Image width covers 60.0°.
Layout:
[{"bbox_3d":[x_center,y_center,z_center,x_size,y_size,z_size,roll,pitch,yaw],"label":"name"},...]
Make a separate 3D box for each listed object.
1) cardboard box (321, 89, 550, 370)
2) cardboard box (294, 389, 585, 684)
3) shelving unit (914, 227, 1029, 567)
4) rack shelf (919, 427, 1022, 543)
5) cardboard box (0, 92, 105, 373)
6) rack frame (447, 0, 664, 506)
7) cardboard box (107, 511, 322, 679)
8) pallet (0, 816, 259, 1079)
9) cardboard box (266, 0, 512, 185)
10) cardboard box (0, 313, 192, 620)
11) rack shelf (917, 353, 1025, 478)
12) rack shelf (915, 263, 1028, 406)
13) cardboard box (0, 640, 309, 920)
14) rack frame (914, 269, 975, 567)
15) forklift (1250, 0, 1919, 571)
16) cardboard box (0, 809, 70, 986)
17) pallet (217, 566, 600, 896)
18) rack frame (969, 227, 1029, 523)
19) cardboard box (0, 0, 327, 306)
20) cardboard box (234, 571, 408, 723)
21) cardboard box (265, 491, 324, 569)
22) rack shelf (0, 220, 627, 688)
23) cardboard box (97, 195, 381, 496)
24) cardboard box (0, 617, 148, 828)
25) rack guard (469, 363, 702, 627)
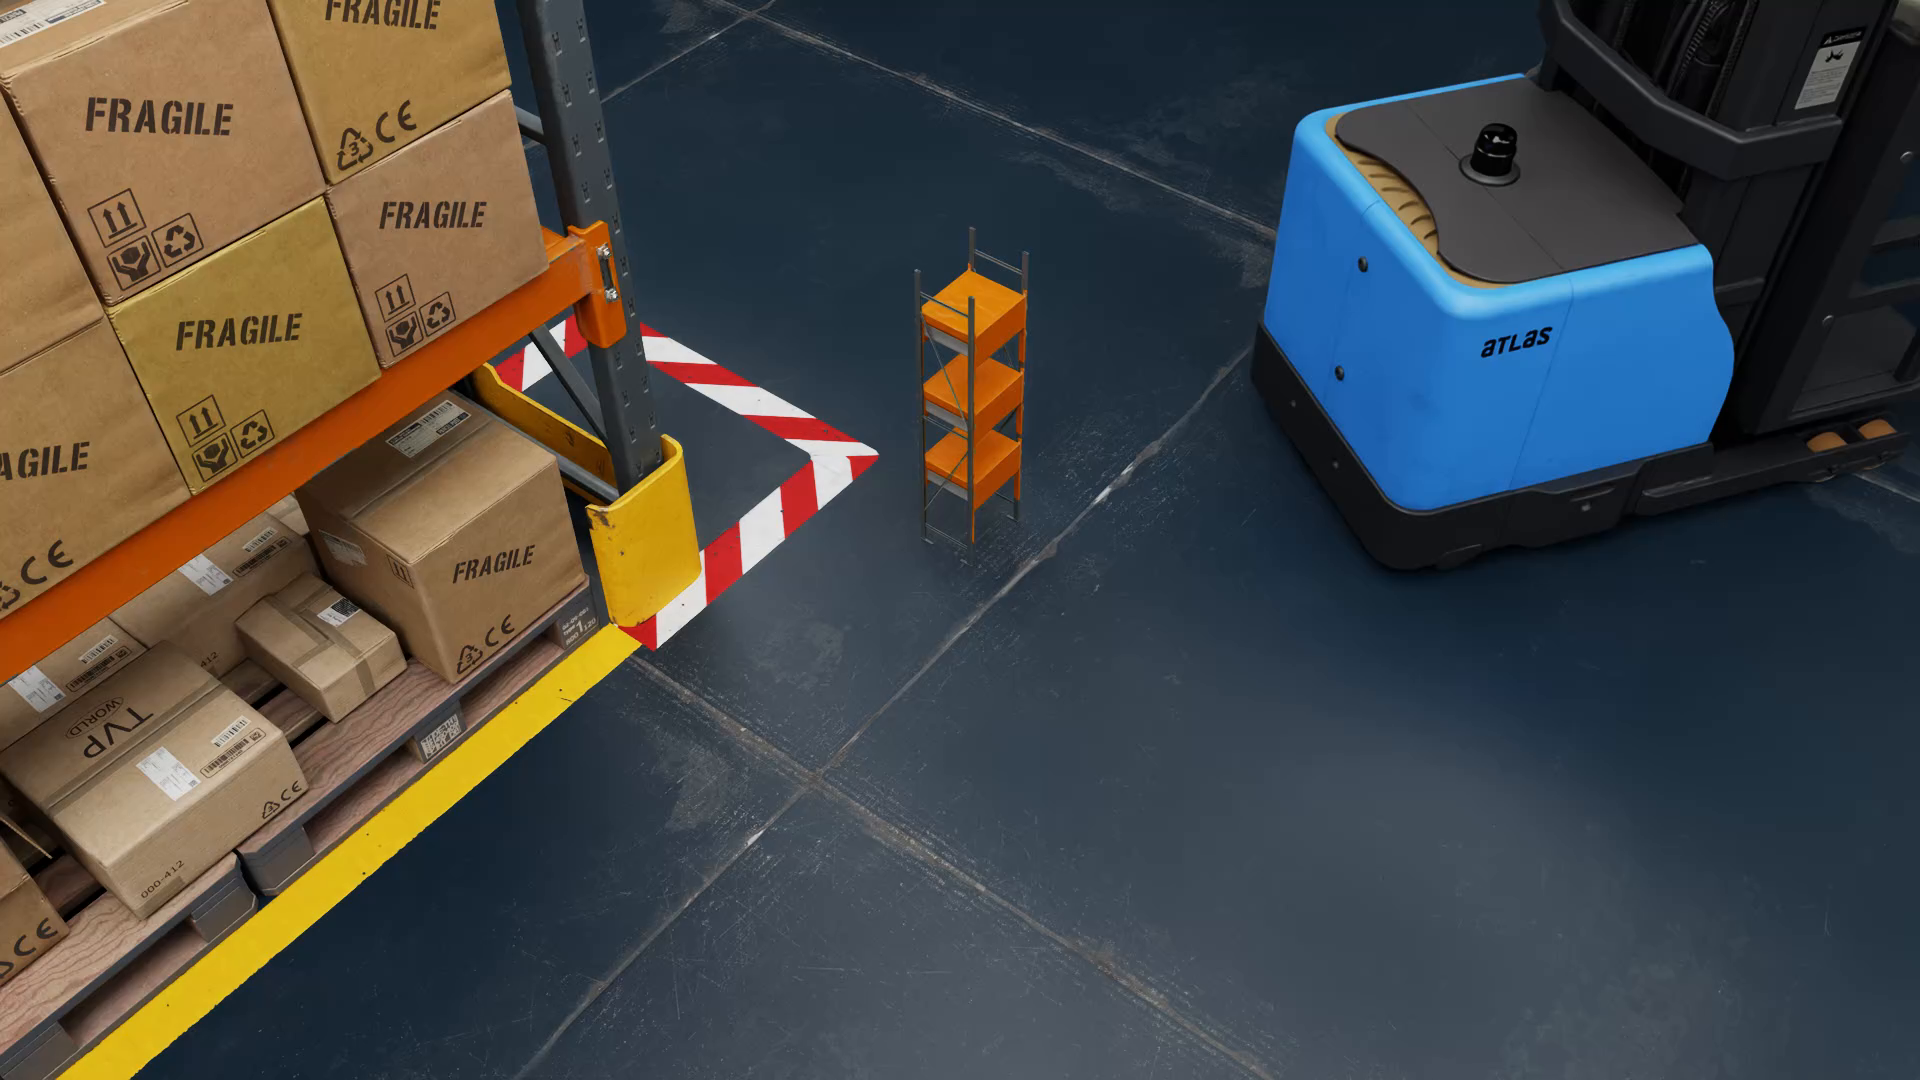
[{"bbox_3d":[-1.355,-0.812,3.882,0.500,0.500,0.500,31,54,26],"label":"cardboard box"},{"bbox_3d":[-1.434,-0.023,4.622,0.500,0.500,0.500,29,53,25],"label":"cardboard box"},{"bbox_3d":[0.033,-0.393,4.900,0.215,1.050,0.252,29,53,25],"label":"shelving unit"},{"bbox_3d":[0.033,-0.194,5.108,0.215,0.259,0.240,29,53,25],"label":"rack shelf"},{"bbox_3d":[-1.972,-0.570,2.959,0.500,0.500,0.500,31,54,26],"label":"cardboard box"},{"bbox_3d":[-1.296,-1.154,4.278,1.000,3.000,0.127,29,53,25],"label":"rack frame"},{"bbox_3d":[-2.159,0.115,4.663,0.500,0.250,0.500,29,53,25],"label":"cardboard box"},{"bbox_3d":[-2.576,1.004,4.145,1.003,0.211,1.213,29,53,25],"label":"pallet"},{"bbox_3d":[-1.351,-1.158,3.521,0.500,0.500,0.500,29,53,25],"label":"cardboard box"},{"bbox_3d":[-1.979,-0.231,3.327,0.500,0.500,0.500,30,53,25],"label":"cardboard box"},{"bbox_3d":[0.033,-0.386,4.907,0.215,0.259,0.240,29,53,25],"label":"rack shelf"},{"bbox_3d":[0.033,-0.582,4.702,0.215,0.259,0.240,29,53,25],"label":"rack shelf"},{"bbox_3d":[-2.038,0.594,4.206,0.500,0.250,0.500,29,53,25],"label":"cardboard box"},{"bbox_3d":[-0.042,-0.323,4.833,0.200,1.050,0.008,29,53,25],"label":"rack frame"},{"bbox_3d":[2.566,-1.552,4.705,3.031,2.935,1.130,-13,48,-12],"label":"forklift"},{"bbox_3d":[-2.597,0.768,3.865,0.797,0.503,0.637,29,53,25],"label":"cardboard box"},{"bbox_3d":[-1.830,0.309,4.809,1.003,0.211,1.213,29,53,25],"label":"pallet"},{"bbox_3d":[0.107,-0.463,4.966,0.200,1.050,0.008,29,53,25],"label":"rack frame"},{"bbox_3d":[-1.659,-0.869,3.245,0.500,0.500,0.500,31,54,26],"label":"cardboard box"},{"bbox_3d":[-1.753,0.284,4.559,0.380,0.166,0.250,29,53,25],"label":"cardboard box"},{"bbox_3d":[-1.977,-0.097,4.923,0.380,0.166,0.250,29,53,25],"label":"cardboard box"},{"bbox_3d":[-2.519,0.239,3.445,1.077,0.370,4.000,29,53,25],"label":"rack shelf"},{"bbox_3d":[-1.669,-0.514,3.597,0.500,0.500,0.500,30,53,25],"label":"cardboard box"},{"bbox_3d":[-2.465,0.401,4.389,0.500,0.250,0.500,29,53,25],"label":"cardboard box"},{"bbox_3d":[-1.343,-0.247,5.141,1.175,0.500,0.348,29,53,25],"label":"rack guard"}]
